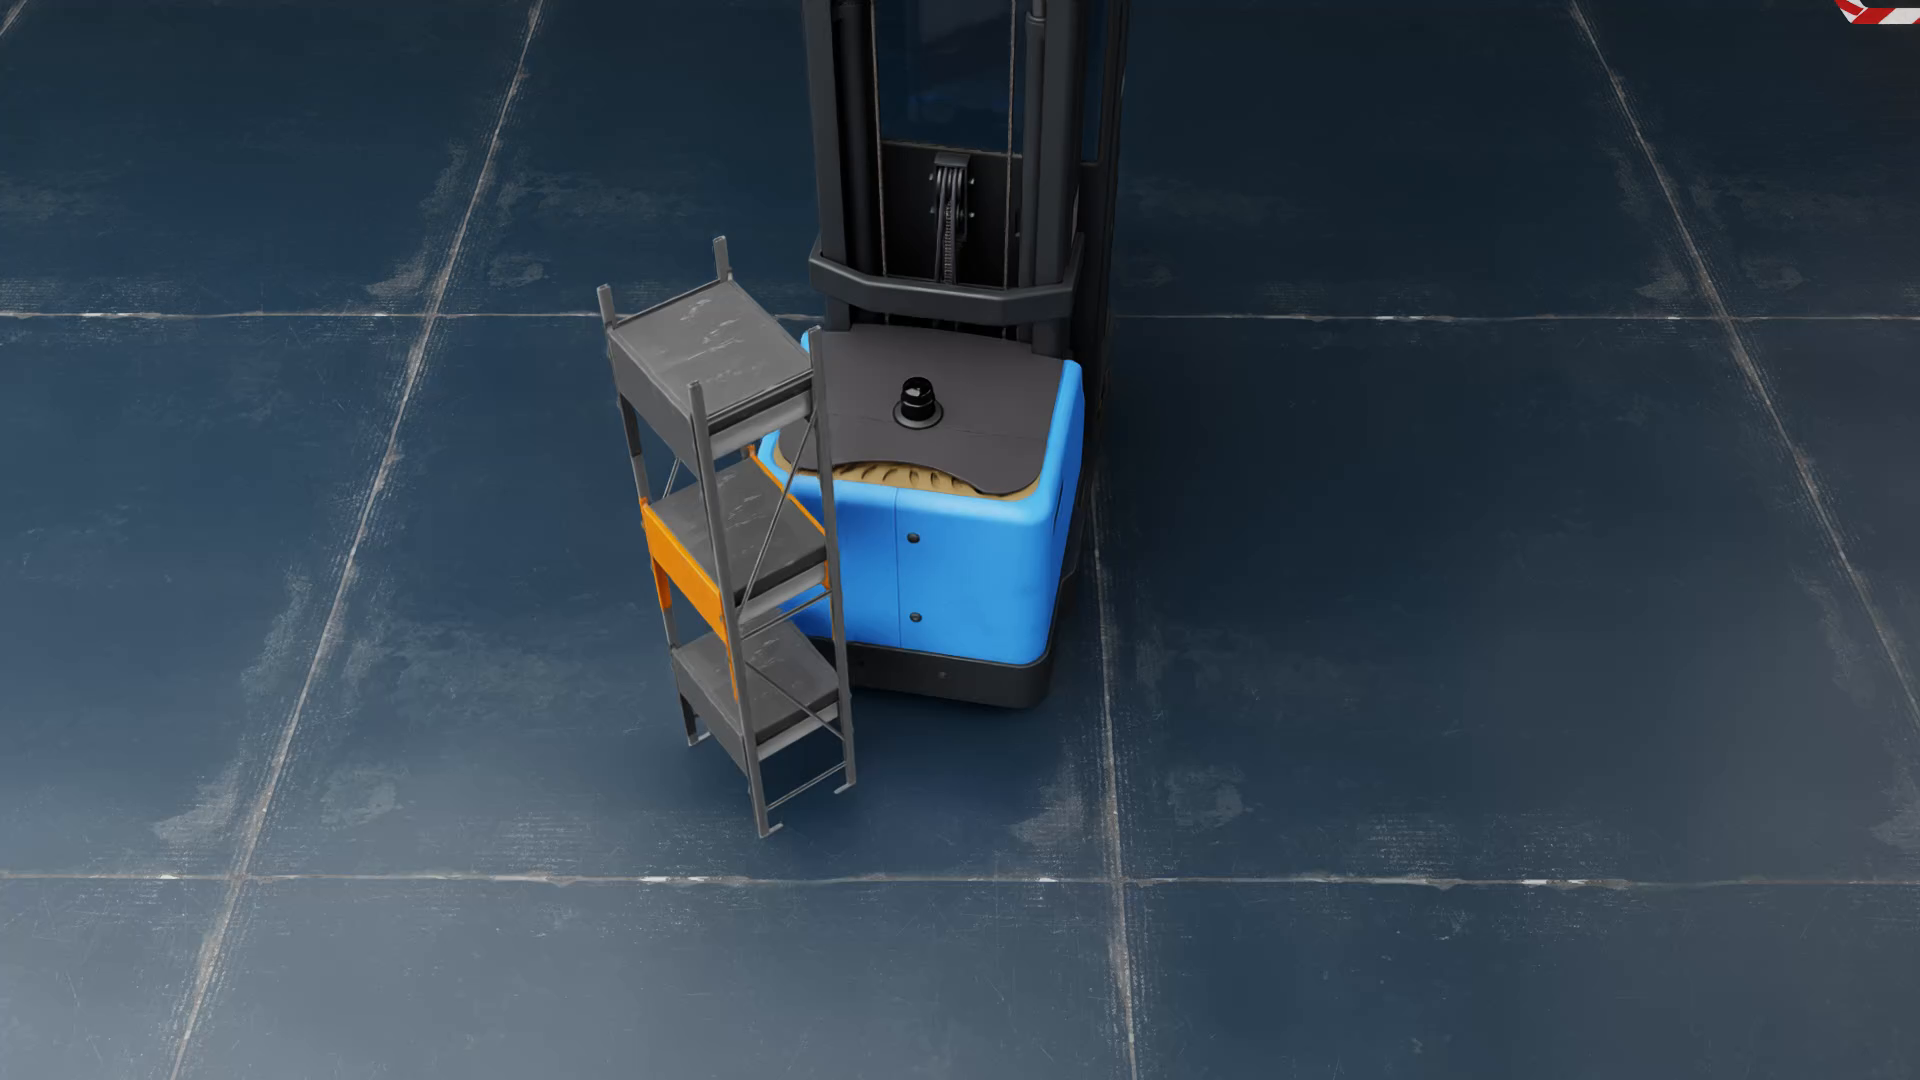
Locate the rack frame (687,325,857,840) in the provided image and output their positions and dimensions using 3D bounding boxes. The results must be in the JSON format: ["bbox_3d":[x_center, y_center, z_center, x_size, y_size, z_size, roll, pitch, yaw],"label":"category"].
[{"bbox_3d":[-0.533,0.236,5.096,0.400,2.100,0.015,-28,53,-24],"label":"rack frame"}]

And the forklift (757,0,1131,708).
[{"bbox_3d":[0.058,-1.480,6.125,1.130,2.935,3.031,8,48,7],"label":"forklift"}]

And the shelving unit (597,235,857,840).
[{"bbox_3d":[-0.678,0.092,5.230,0.431,2.100,0.503,-28,53,-24],"label":"shelving unit"}]

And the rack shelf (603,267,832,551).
[{"bbox_3d":[-0.678,-0.376,4.727,0.431,0.518,0.480,-28,53,-24],"label":"rack shelf"}]

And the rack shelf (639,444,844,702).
[{"bbox_3d":[-0.678,0.101,5.240,0.431,0.518,0.480,-28,53,-24],"label":"rack shelf"}]

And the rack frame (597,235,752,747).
[{"bbox_3d":[-0.823,-0.052,5.364,0.400,2.100,0.015,-28,53,-24],"label":"rack frame"}]

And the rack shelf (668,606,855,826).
[{"bbox_3d":[-0.678,0.578,5.752,0.431,0.518,0.480,-28,53,-24],"label":"rack shelf"}]
